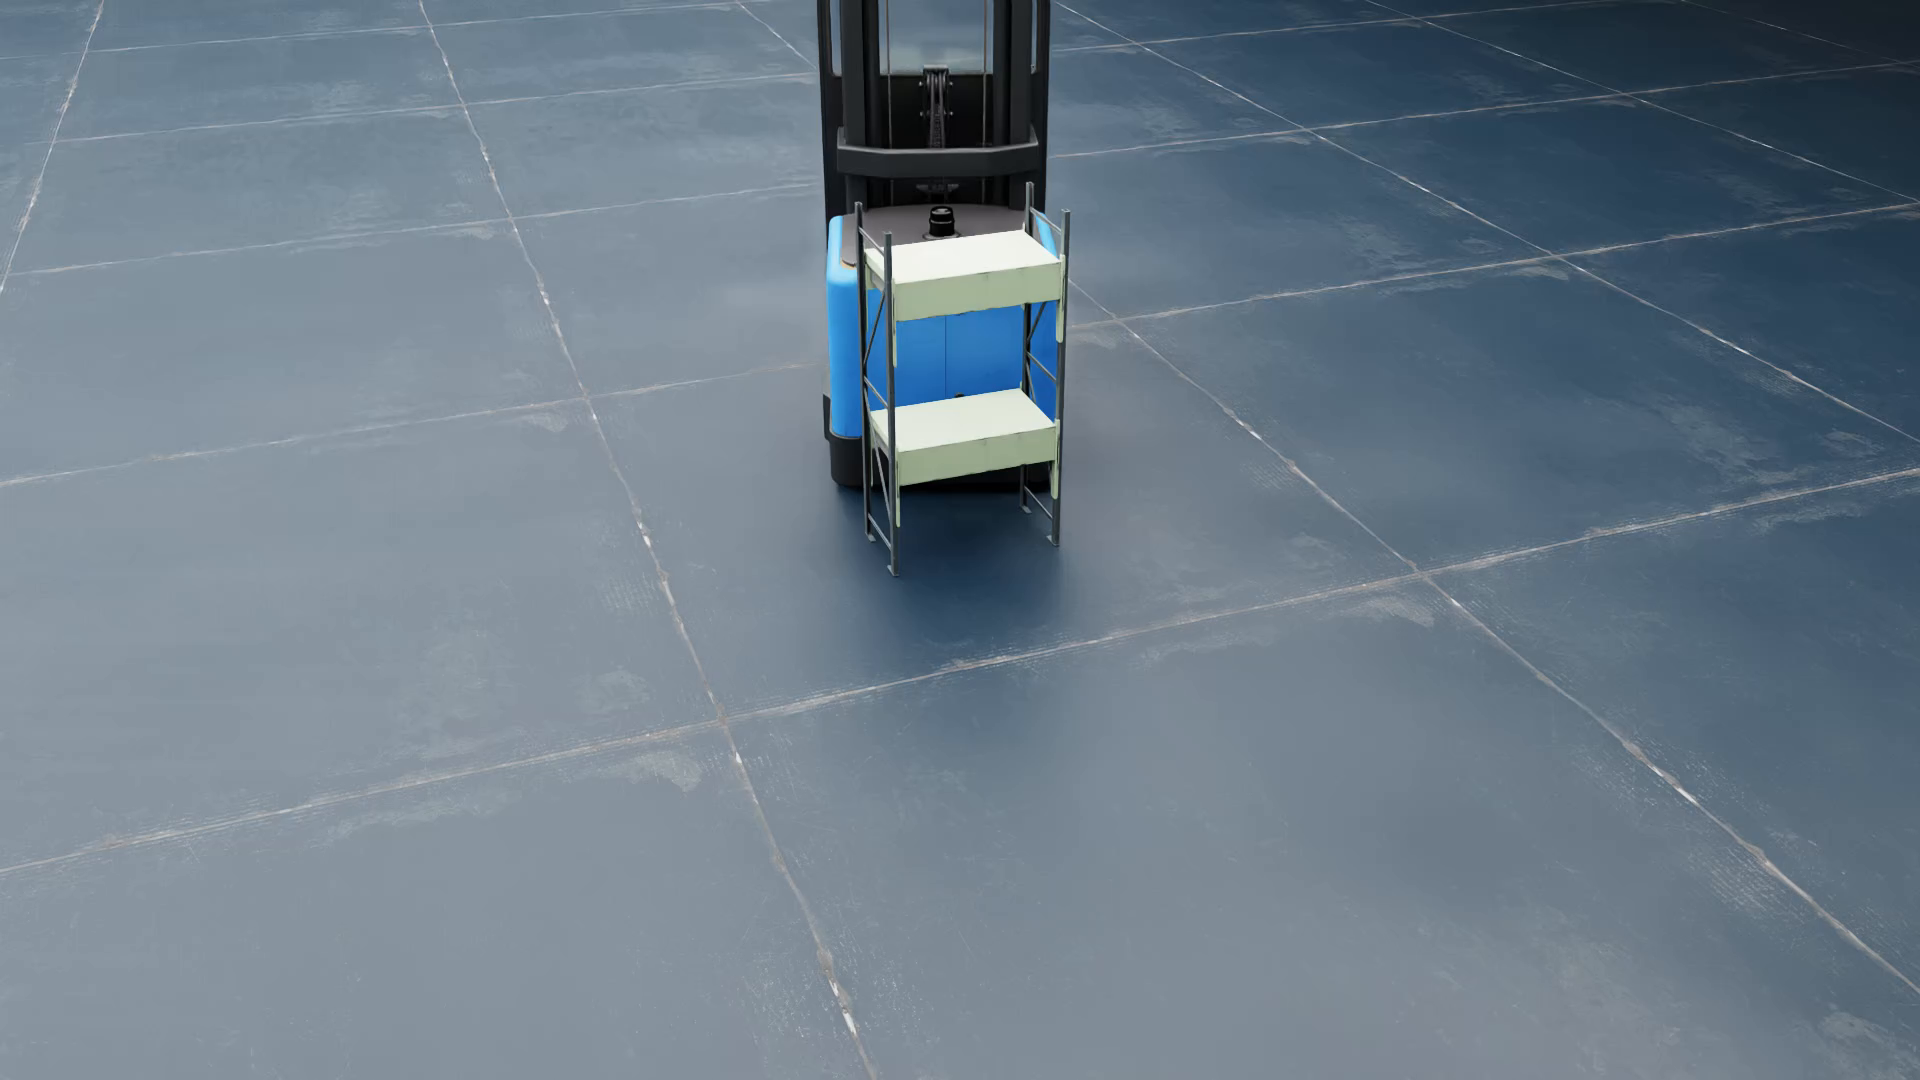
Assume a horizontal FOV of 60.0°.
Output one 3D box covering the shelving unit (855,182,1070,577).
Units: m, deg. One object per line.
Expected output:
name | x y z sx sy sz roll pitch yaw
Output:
shelving unit | 0.006 -0.653 6.881 0.755 1.500 0.431 -10 31 -18

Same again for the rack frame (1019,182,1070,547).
rack frame | 0.349 -0.716 6.992 0.023 1.500 0.400 -10 31 -18

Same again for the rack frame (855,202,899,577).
rack frame | -0.337 -0.590 6.770 0.023 1.500 0.400 -10 31 -18

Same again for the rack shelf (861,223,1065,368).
rack shelf | 0.006 -0.992 6.688 0.720 0.370 0.431 -10 31 -18

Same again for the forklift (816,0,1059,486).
forklift | -0.136 -2.214 8.176 1.130 2.935 3.031 -1 30 -2

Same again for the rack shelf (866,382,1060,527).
rack shelf | 0.006 -0.370 7.042 0.720 0.370 0.431 -10 31 -18
